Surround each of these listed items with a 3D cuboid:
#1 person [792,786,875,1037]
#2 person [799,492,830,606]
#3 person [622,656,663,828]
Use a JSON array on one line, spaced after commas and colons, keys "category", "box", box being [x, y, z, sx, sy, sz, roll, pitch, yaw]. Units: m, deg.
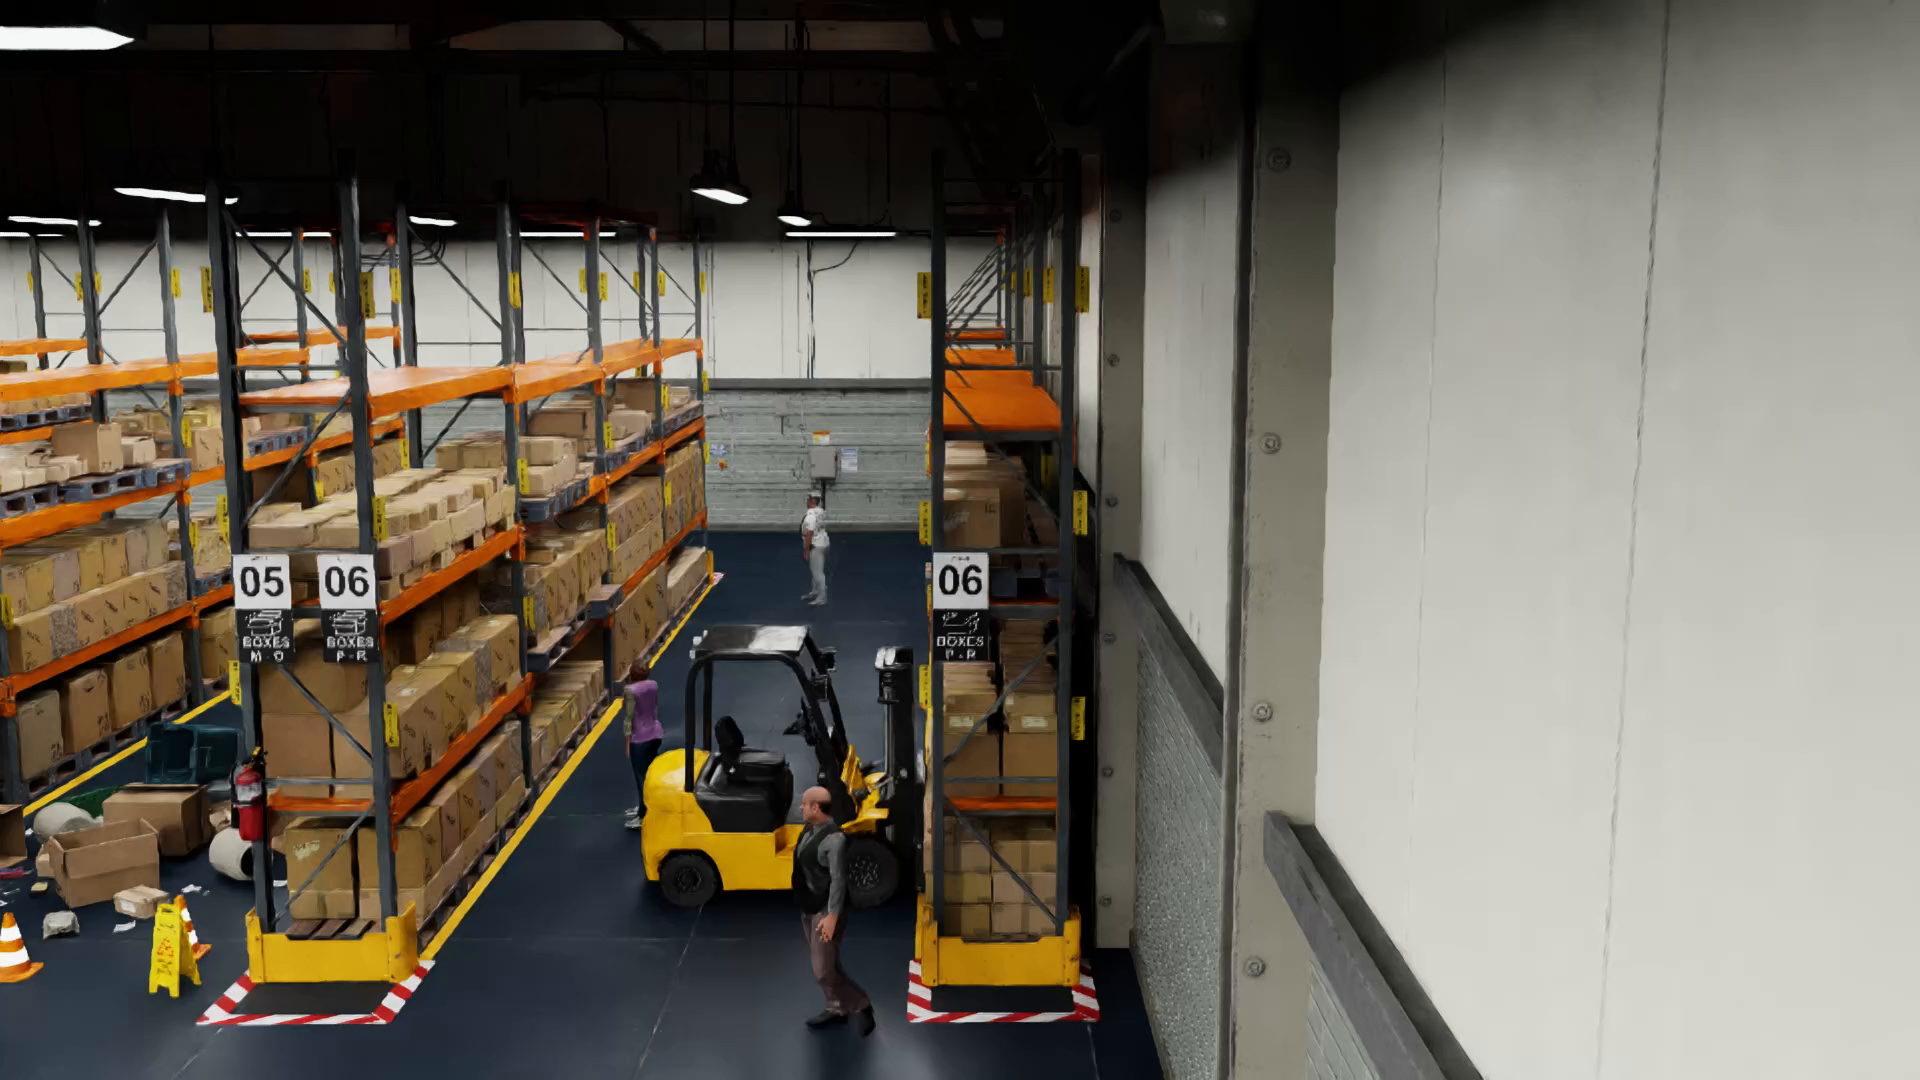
[{"category": "person", "box": [-0.870, 2.522, 11.326, 0.471, 1.706, 0.690, -5, 10, -29]}, {"category": "person", "box": [-2.300, 0.120, 26.118, 0.558, 1.749, 0.635, 3, 10, 17]}, {"category": "person", "box": [-3.013, 1.904, 15.653, 0.449, 1.557, 0.467, 5, 11, 31]}]
